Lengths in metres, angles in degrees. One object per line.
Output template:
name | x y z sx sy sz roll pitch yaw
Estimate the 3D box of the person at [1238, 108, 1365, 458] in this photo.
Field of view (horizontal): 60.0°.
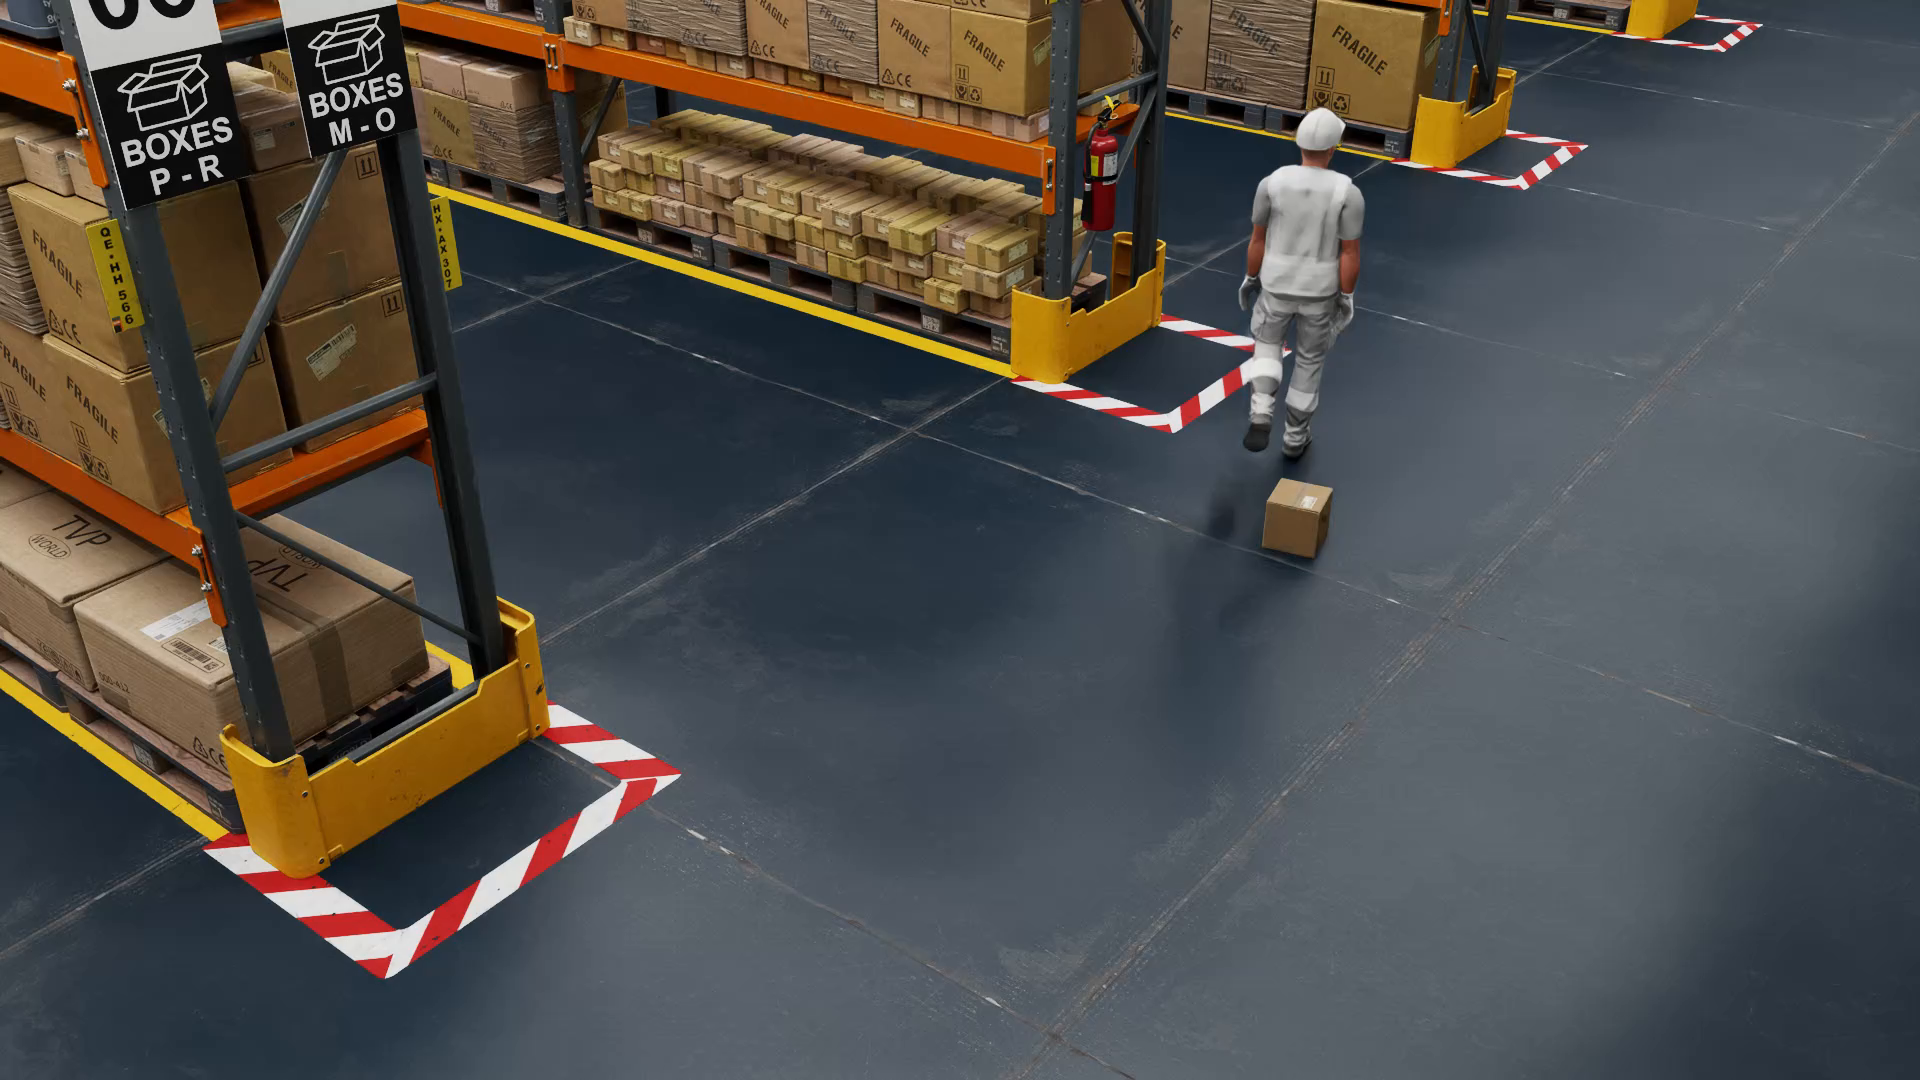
person | 1.638 -1.215 8.099 0.578 1.779 0.540 11 32 19
